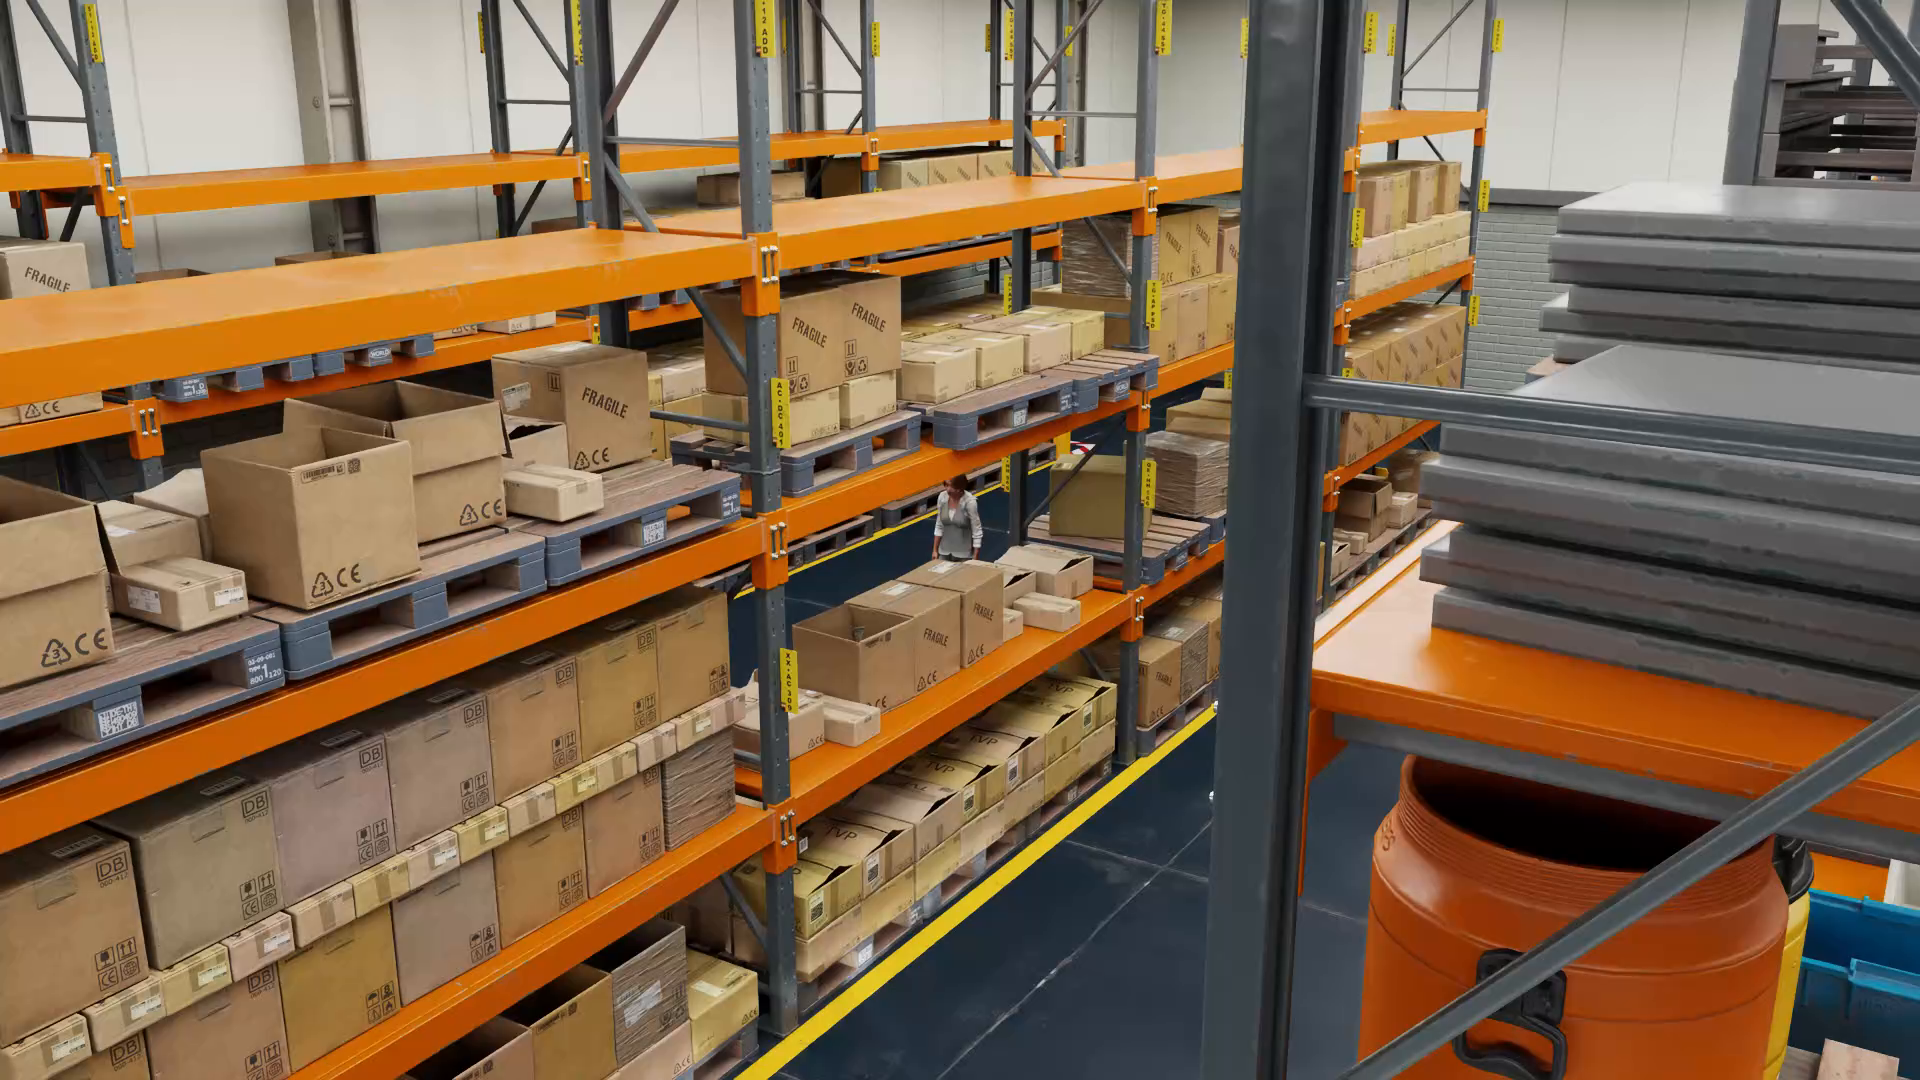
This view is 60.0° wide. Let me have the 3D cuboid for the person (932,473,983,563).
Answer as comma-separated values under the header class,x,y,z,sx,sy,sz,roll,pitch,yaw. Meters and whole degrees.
class,x,y,z,sx,sy,sz,roll,pitch,yaw
person,-0.026,0.148,14.059,0.460,1.591,0.345,9,19,29
